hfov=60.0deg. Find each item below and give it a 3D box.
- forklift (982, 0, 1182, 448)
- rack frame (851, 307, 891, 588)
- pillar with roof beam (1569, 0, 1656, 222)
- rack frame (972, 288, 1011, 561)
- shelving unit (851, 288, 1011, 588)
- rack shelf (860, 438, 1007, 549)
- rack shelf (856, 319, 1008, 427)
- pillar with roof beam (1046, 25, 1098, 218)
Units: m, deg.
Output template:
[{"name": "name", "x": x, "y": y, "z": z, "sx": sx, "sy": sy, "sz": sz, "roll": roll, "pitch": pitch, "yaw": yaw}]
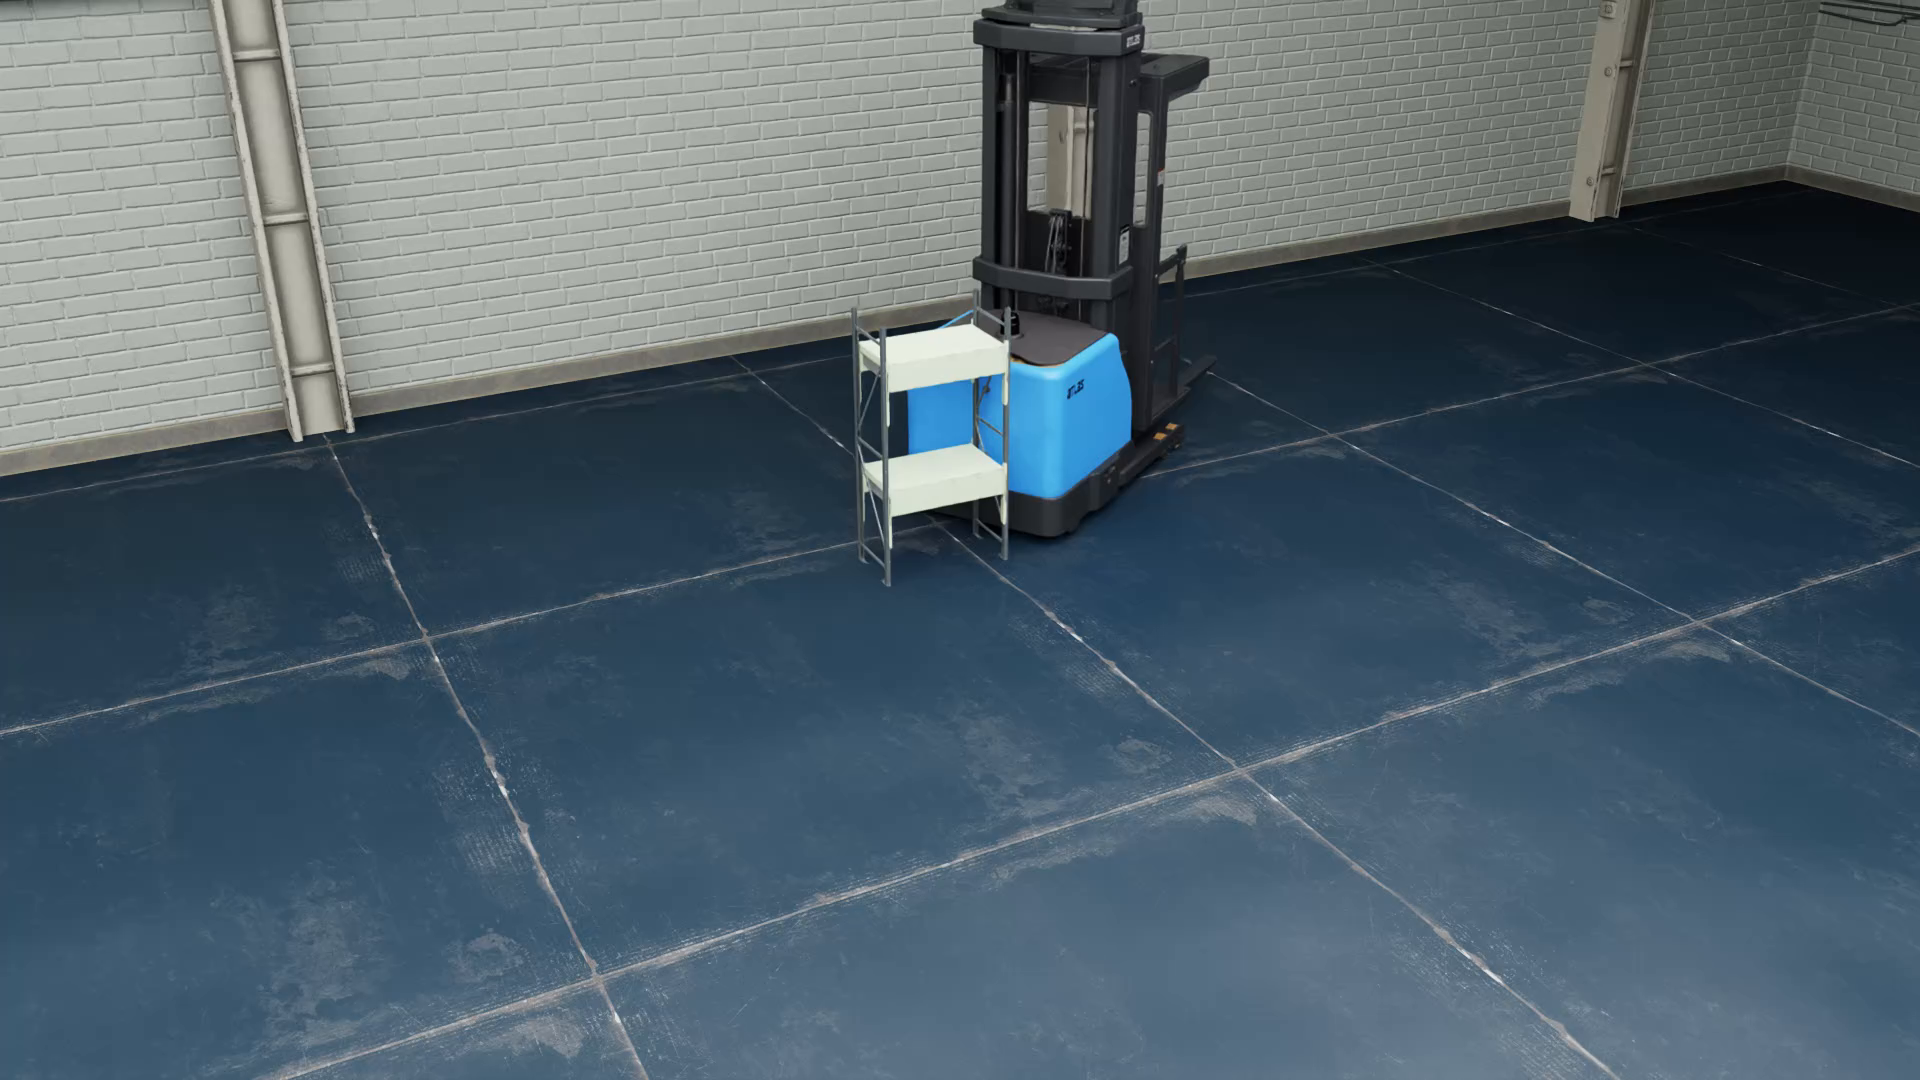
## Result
[{"name": "forklift", "x": 0.836, "y": -1.940, "z": 10.404, "sx": 1.121, "sy": 2.935, "sz": 3.031, "roll": 14, "pitch": 29, "yaw": 26}, {"name": "rack frame", "x": -0.481, "y": -0.491, "z": 9.040, "sx": 0.023, "sy": 1.500, "sz": 0.400, "roll": -12, "pitch": 28, "yaw": -24}, {"name": "pillar with roof beam", "x": 8.267, "y": -5.610, "z": 11.038, "sx": 0.400, "sy": 9.000, "sz": 9.100, "roll": -13, "pitch": 29, "yaw": -25}, {"name": "rack frame", "x": 0.173, "y": -0.633, "z": 9.336, "sx": 0.023, "sy": 1.500, "sz": 0.400, "roll": -12, "pitch": 28, "yaw": -24}, {"name": "shelving unit", "x": -0.154, "y": -0.562, "z": 9.188, "sx": 0.755, "sy": 1.500, "sz": 0.431, "roll": -12, "pitch": 28, "yaw": -24}, {"name": "rack shelf", "x": -0.154, "y": -0.268, "z": 9.329, "sx": 0.720, "sy": 0.370, "sz": 0.431, "roll": -12, "pitch": 28, "yaw": -24}, {"name": "rack shelf", "x": -0.154, "y": -0.914, "z": 9.019, "sx": 0.720, "sy": 0.370, "sz": 0.431, "roll": -12, "pitch": 28, "yaw": -24}, {"name": "pillar with roof beam", "x": 2.973, "y": -4.388, "z": 8.493, "sx": 0.400, "sy": 9.000, "sz": 9.100, "roll": -13, "pitch": 29, "yaw": -25}]
